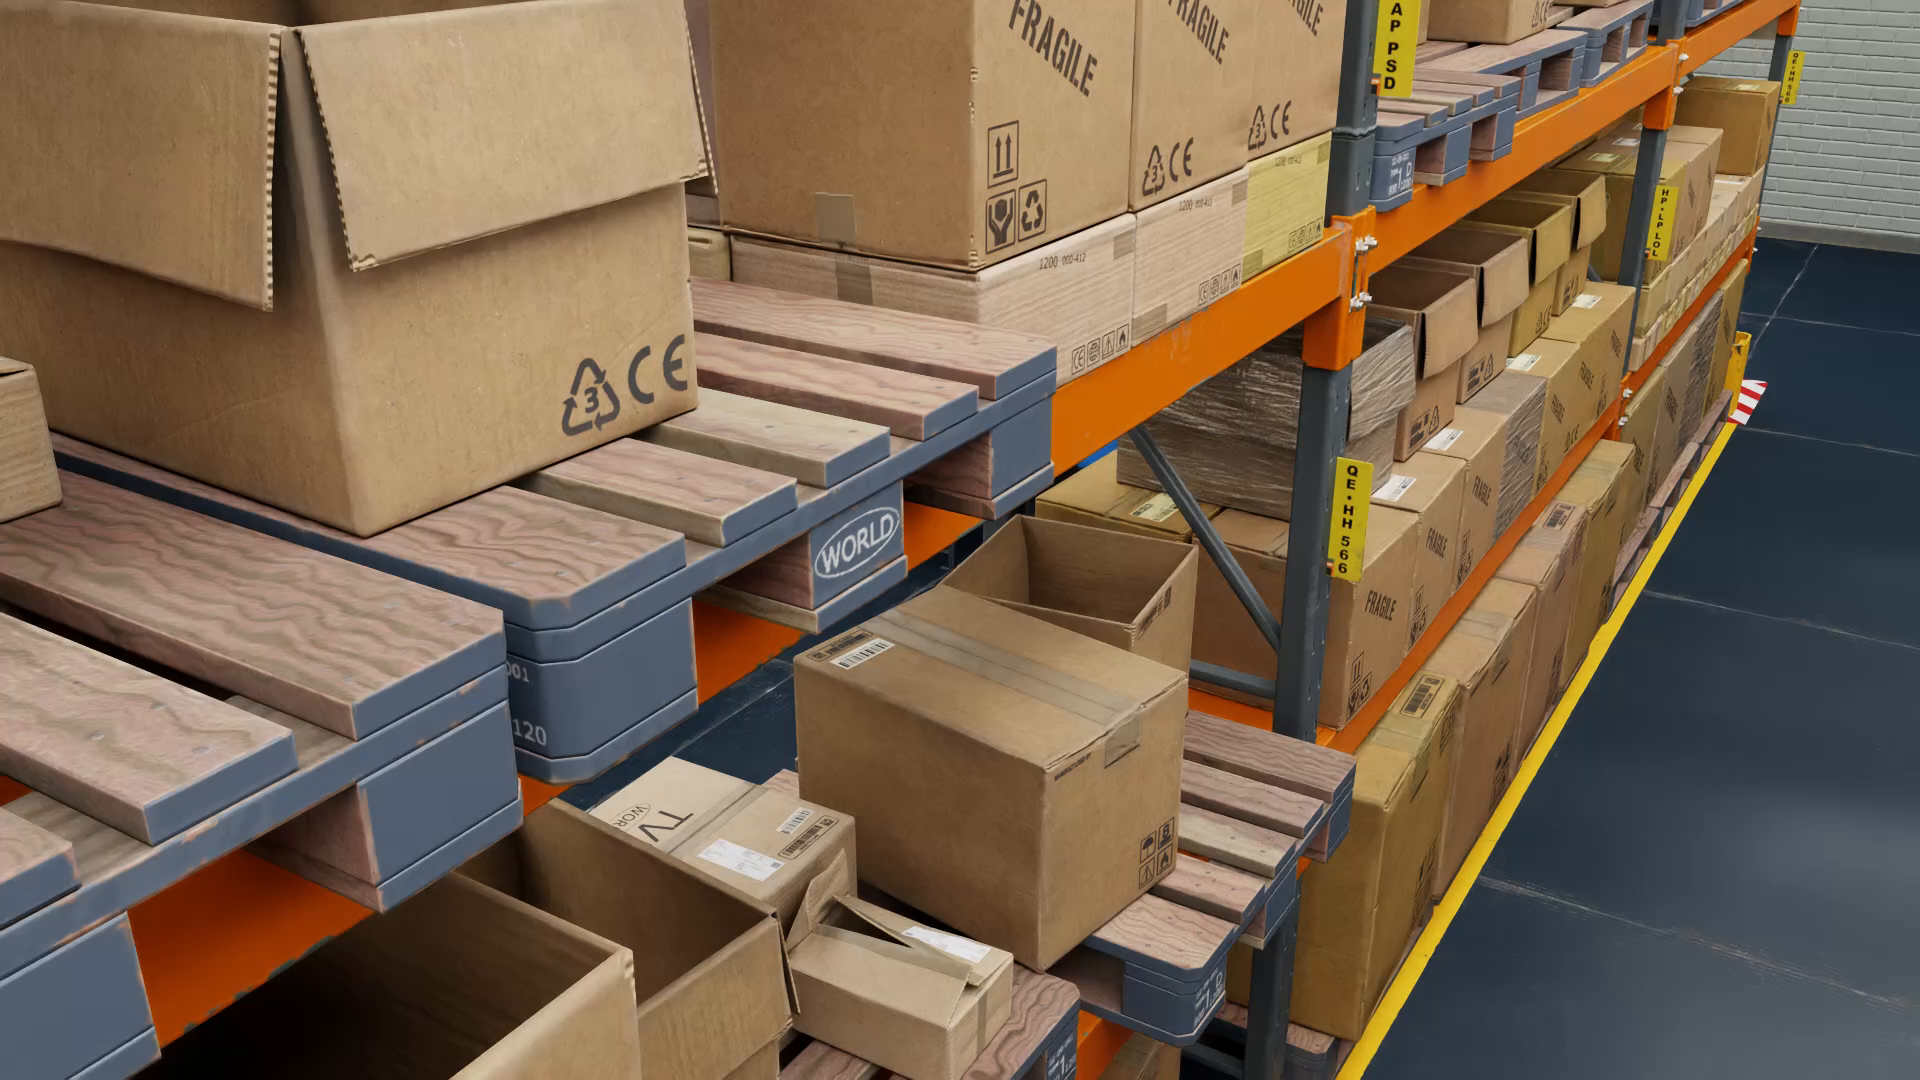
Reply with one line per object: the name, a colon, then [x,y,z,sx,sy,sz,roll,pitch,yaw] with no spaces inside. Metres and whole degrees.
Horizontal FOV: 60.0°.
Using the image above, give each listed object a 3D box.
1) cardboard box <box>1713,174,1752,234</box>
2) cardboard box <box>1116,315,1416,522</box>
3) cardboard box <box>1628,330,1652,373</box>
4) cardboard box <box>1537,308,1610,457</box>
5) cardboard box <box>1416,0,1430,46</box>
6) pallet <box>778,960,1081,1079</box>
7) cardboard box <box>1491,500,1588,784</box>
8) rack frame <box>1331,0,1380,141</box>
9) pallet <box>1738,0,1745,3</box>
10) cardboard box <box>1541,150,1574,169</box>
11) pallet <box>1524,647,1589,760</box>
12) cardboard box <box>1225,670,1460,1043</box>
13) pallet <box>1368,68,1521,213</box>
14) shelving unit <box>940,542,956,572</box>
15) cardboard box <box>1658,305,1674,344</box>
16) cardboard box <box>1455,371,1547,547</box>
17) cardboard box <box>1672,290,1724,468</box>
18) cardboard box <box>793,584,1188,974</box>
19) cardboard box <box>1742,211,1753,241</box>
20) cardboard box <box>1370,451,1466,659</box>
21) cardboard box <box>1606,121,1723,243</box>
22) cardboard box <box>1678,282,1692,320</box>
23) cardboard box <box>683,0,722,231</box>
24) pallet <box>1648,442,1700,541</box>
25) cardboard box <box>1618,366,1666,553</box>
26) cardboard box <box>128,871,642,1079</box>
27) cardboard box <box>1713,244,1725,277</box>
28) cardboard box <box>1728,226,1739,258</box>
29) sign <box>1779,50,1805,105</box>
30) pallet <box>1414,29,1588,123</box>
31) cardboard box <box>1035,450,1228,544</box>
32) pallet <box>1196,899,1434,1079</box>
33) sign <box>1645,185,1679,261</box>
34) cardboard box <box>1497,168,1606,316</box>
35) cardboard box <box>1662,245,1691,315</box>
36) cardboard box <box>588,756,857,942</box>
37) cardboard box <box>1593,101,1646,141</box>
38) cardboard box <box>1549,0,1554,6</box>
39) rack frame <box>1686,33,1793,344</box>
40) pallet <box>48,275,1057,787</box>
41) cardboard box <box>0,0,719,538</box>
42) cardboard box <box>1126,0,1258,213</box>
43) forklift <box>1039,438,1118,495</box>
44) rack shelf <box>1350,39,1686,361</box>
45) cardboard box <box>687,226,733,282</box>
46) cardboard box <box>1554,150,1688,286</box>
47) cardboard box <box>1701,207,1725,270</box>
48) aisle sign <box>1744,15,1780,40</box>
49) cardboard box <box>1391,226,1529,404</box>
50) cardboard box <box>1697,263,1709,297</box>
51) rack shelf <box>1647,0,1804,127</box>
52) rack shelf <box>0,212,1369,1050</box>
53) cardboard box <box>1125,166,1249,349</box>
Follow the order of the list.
cardboard box: [4.443,-2.043,10.008,0.500,0.250,0.500,13,27,28]
cardboard box: [0.921,-0.415,5.045,0.797,0.503,0.637,15,28,31]
cardboard box: [3.070,-0.930,7.940,0.380,0.149,0.250,14,27,29]
cardboard box: [2.350,-0.681,6.921,0.500,0.500,0.500,15,27,31]
cardboard box: [1.163,-1.811,5.229,0.500,0.500,0.500,16,28,32]
pallet: [-0.488,1.099,3.177,1.003,0.211,1.213,14,27,29]
cardboard box: [1.840,0.289,6.953,1.225,0.875,0.875,13,27,27]
rack frame: [0.522,-2.419,3.510,1.000,3.000,0.127,14,27,29]
pallet: [3.716,-3.036,8.822,1.003,0.211,1.213,14,27,29]
cardboard box: [2.647,-1.639,8.130,0.500,0.500,0.500,15,27,30]
pallet: [2.289,0.540,7.736,1.003,0.211,1.213,14,27,29]
cardboard box: [0.903,0.888,5.568,1.225,0.875,0.875,12,26,27]
pallet: [0.816,-1.184,4.671,1.213,0.211,1.003,15,28,31]
shelving unit: [-0.004,-0.686,8.947,0.431,1.500,0.755,14,27,29]
cardboard box: [3.347,-1.108,8.350,0.380,0.149,0.250,15,28,31]
cardboard box: [1.812,-0.335,6.122,0.500,0.500,0.500,14,27,29]
cardboard box: [3.992,-1.043,10.030,0.875,0.875,0.875,14,27,29]
cardboard box: [0.061,0.496,3.674,0.700,0.500,0.500,19,30,37]
cardboard box: [4.698,-1.973,10.348,0.380,0.149,0.250,14,27,29]
cardboard box: [1.279,0.007,5.332,0.500,0.500,0.500,13,27,28]
cardboard box: [3.638,-1.877,8.680,0.500,0.500,0.500,13,27,27]
cardboard box: [3.619,-1.284,8.756,0.380,0.149,0.250,13,27,28]
cardboard box: [-0.475,-0.871,2.956,0.500,0.500,0.500,13,27,27]
pallet: [3.742,-0.390,9.884,1.003,0.211,1.213,14,27,29]
cardboard box: [3.048,-0.439,8.635,0.875,0.875,0.875,14,27,29]
cardboard box: [-1.050,0.978,1.932,1.000,1.000,1.000,14,27,29]
cardboard box: [4.160,-1.629,9.552,0.380,0.149,0.250,14,27,29]
cardboard box: [4.431,-1.804,9.958,0.380,0.149,0.250,14,27,30]
sign: [5.195,-2.887,10.388,0.100,0.325,0.005,14,27,29]
pallet: [1.404,-1.562,5.544,1.003,0.211,1.213,15,28,31]
cardboard box: [0.571,0.070,5.187,0.500,0.500,0.500,15,27,31]
pallet: [1.001,1.364,5.834,1.003,0.211,1.213,14,27,29]
sign: [3.098,-1.400,7.351,0.100,0.325,0.005,14,27,29]
cardboard box: [2.302,-1.305,7.099,0.797,0.503,0.637,13,27,28]
cardboard box: [3.369,-1.354,8.416,0.500,0.250,0.500,14,27,29]
cardboard box: [-0.558,0.728,3.453,0.500,0.250,0.500,13,27,27]
cardboard box: [3.727,-2.327,9.720,0.500,0.500,0.500,13,27,28]
cardboard box: [1.976,-2.193,6.347,0.500,0.311,0.500,13,27,27]
rack frame: [4.742,-2.366,10.939,1.000,3.000,0.127,14,27,29]
pallet: [-0.628,-0.143,2.264,1.213,0.211,1.003,14,27,29]
cardboard box: [-0.760,-0.388,1.937,0.797,0.503,0.637,15,28,31]
cardboard box: [0.221,-0.929,3.089,0.500,0.500,0.500,14,27,29]
forklift: [1.545,-1.963,10.096,1.130,2.935,3.031,21,31,39]
rack shelf: [1.577,-1.387,5.808,1.077,0.370,4.000,14,27,29]
cardboard box: [-0.477,-0.519,3.087,0.500,0.250,0.500,15,27,30]
cardboard box: [3.101,-1.535,7.892,0.500,0.500,0.500,14,27,29]
cardboard box: [3.904,-1.695,9.203,0.500,0.250,0.500,14,27,29]
aisle sign: [5.034,-3.520,10.333,0.394,0.787,0.004,14,27,29]
cardboard box: [1.615,-0.862,6.078,0.797,0.503,0.637,15,27,31]
cardboard box: [3.891,-1.457,9.156,0.380,0.149,0.250,13,27,27]
rack shelf: [3.687,-2.737,8.927,1.077,0.370,4.000,14,27,29]
rack shelf: [-0.533,-0.037,2.689,1.077,0.370,4.000,14,27,29]
cardboard box: [0.229,-0.591,3.253,0.500,0.250,0.500,14,27,29]
